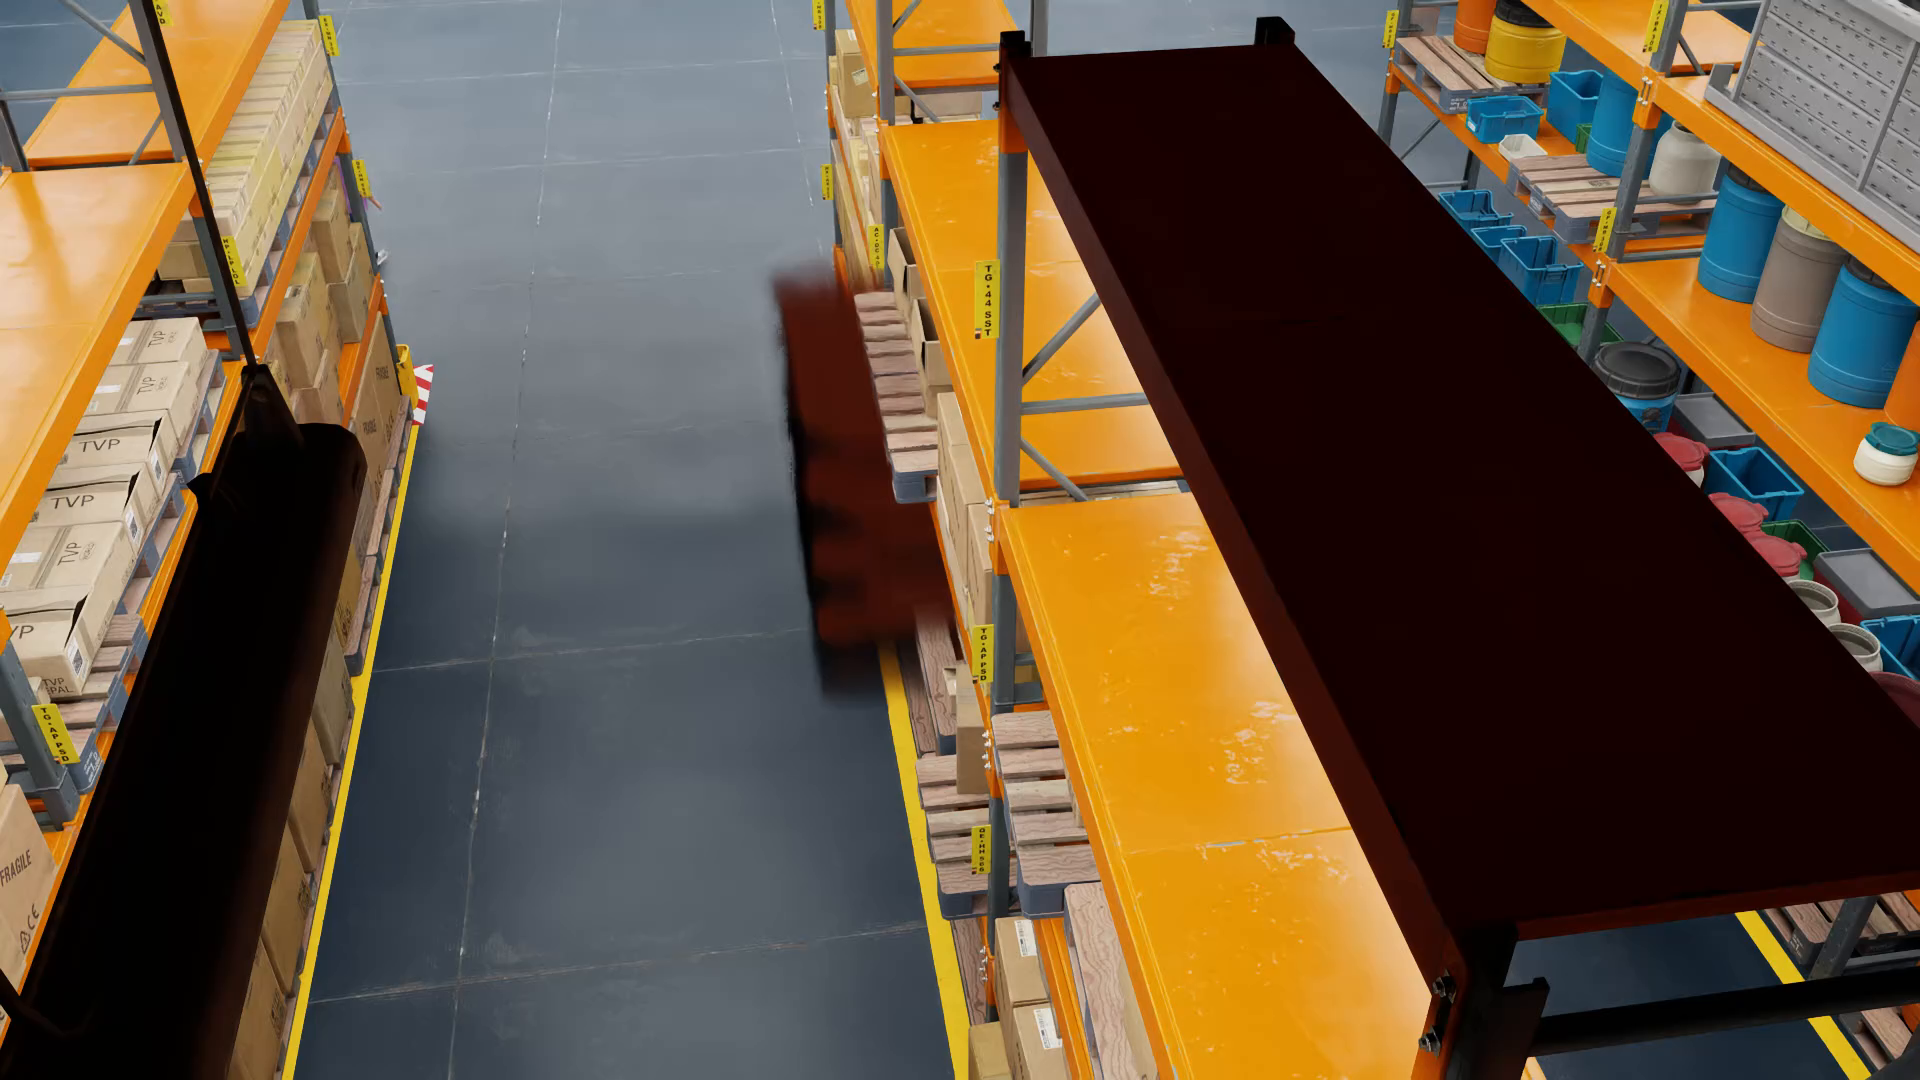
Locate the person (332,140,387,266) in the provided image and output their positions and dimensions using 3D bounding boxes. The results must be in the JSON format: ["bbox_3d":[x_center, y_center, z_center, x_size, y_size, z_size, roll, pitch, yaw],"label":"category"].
[{"bbox_3d":[-6.084,-3.336,16.667,0.426,1.563,0.817,20,41,25],"label":"person"}]
